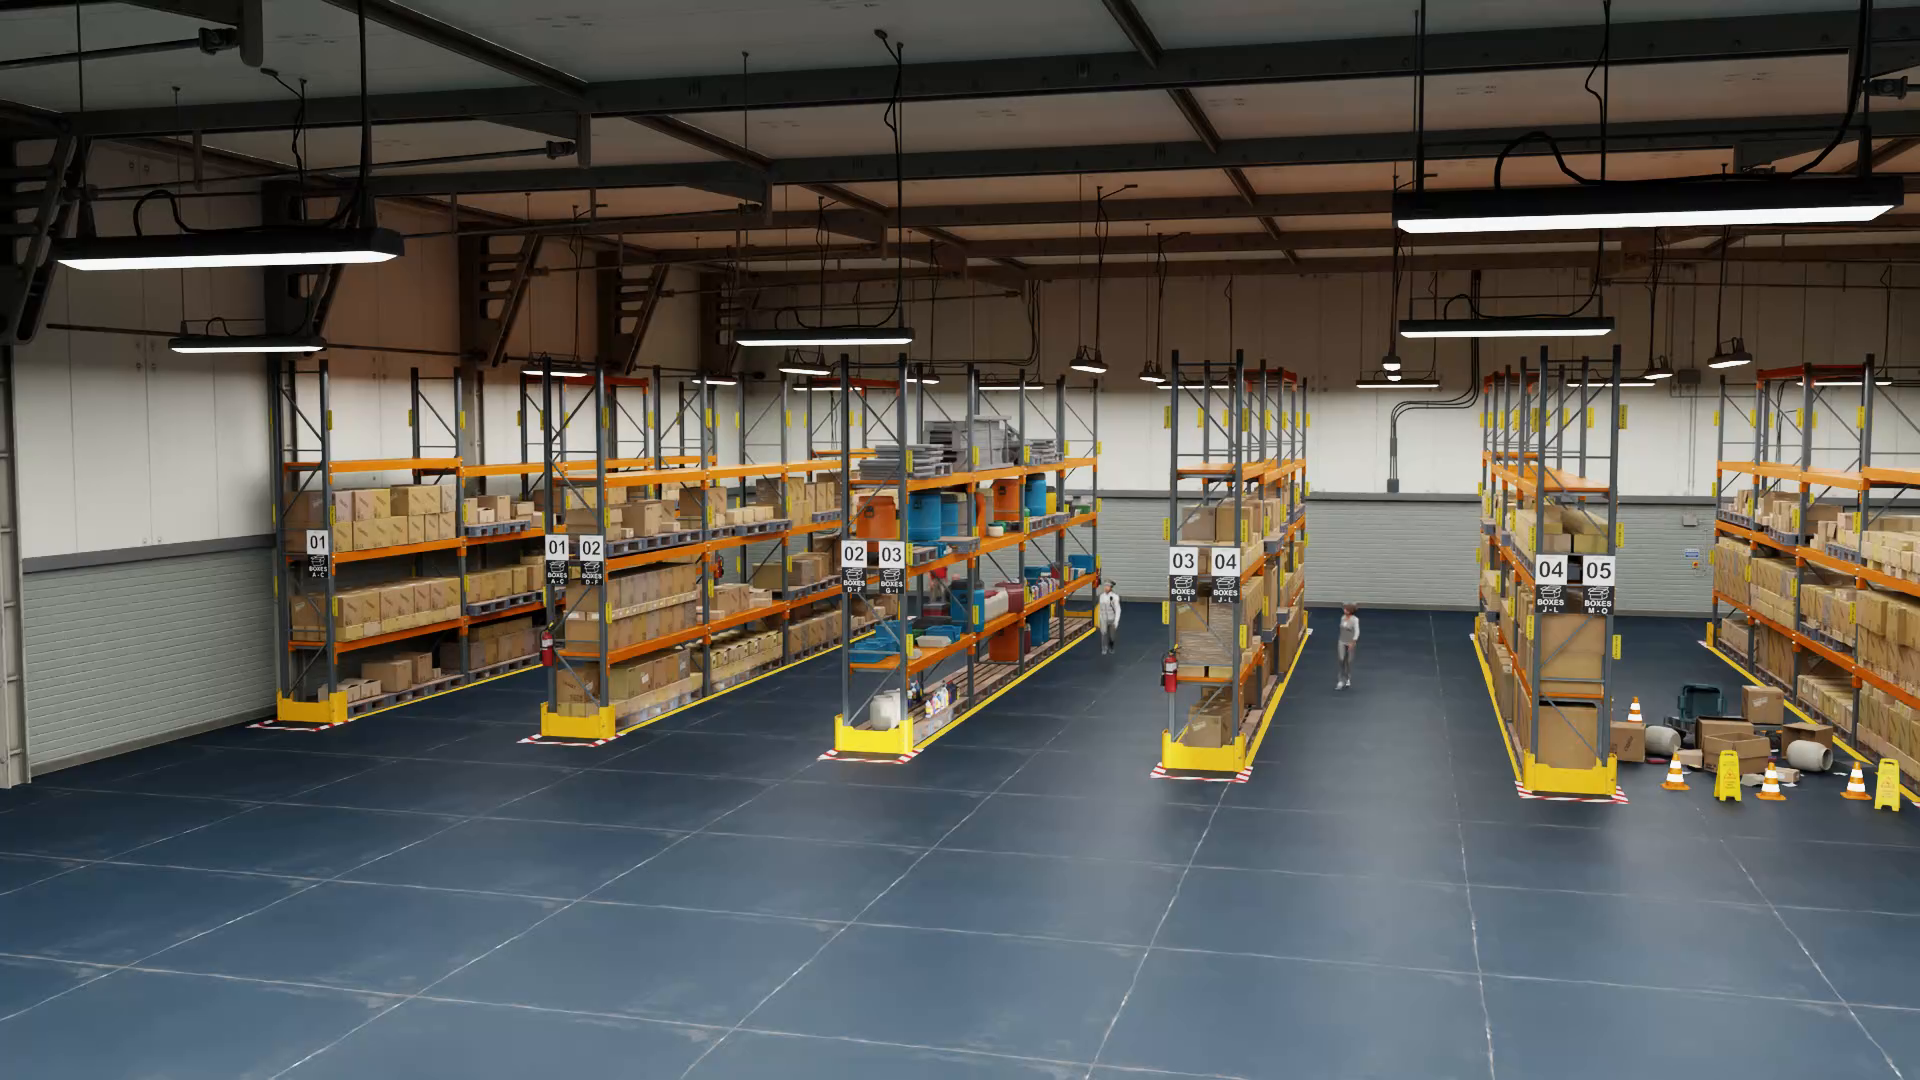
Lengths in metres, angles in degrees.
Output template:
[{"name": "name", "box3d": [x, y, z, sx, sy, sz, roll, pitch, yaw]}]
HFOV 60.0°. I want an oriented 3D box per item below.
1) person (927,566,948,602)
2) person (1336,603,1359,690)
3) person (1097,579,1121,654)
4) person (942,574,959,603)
[{"name": "person", "box3d": [-0.539, 1.094, 42.211, 0.594, 1.678, 0.965, -1, 4, -16]}, {"name": "person", "box3d": [7.253, 1.974, 31.109, 0.405, 1.601, 0.648, 1, 4, 10]}, {"name": "person", "box3d": [3.025, 1.569, 33.744, 0.471, 1.556, 0.933, 0, 4, 4]}, {"name": "person", "box3d": [-0.129, 1.584, 35.983, 0.654, 1.702, 0.992, 1, 4, 18]}]
